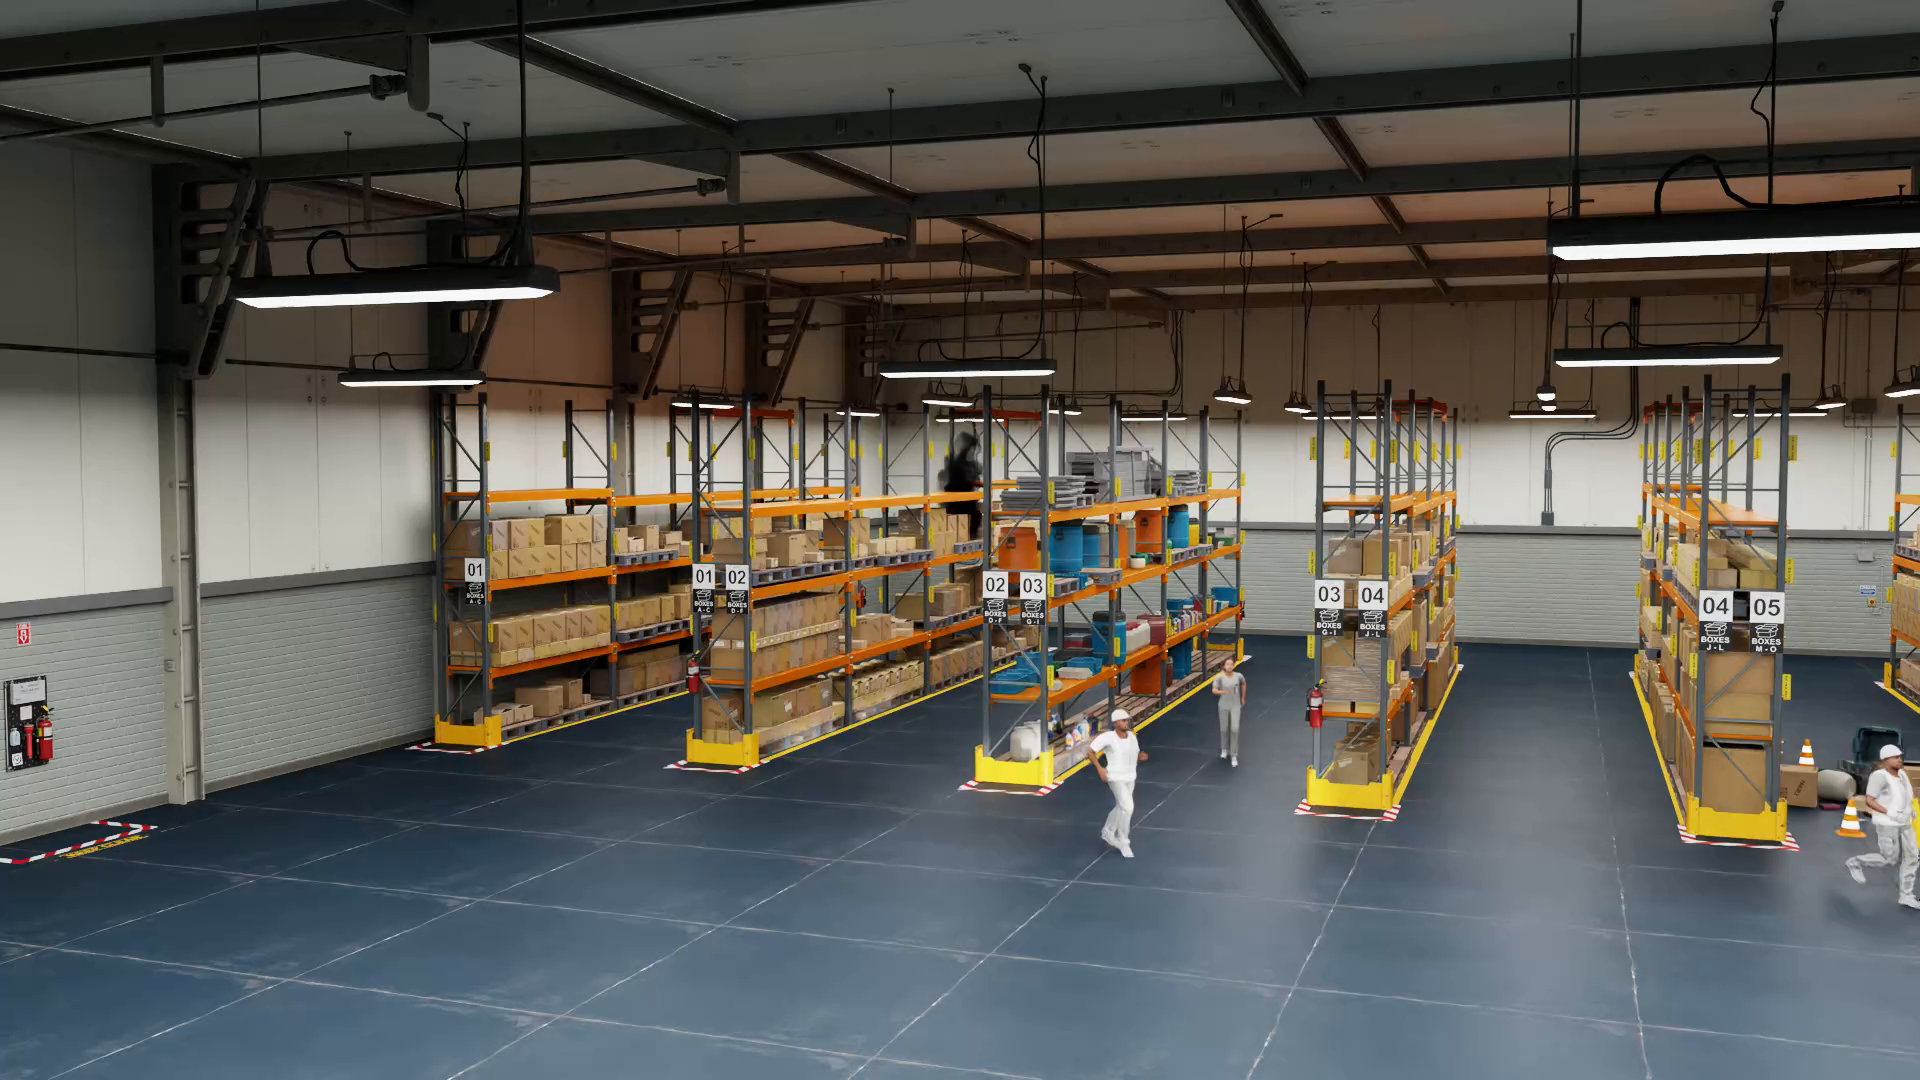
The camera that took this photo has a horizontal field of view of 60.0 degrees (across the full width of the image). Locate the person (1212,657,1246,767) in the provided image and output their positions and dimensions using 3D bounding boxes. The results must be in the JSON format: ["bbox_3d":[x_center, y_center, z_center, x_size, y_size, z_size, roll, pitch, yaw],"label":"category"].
[{"bbox_3d":[4.327,2.737,26.760,0.554,1.737,0.797,0,3,7],"label":"person"}]

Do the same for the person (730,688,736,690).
[{"bbox_3d":[-4.091,2.571,31.169,0.593,1.621,0.910,1,3,16],"label":"person"}]

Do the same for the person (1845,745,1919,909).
[{"bbox_3d":[10.335,3.150,18.475,0.694,1.766,0.886,-2,3,-27],"label":"person"}]

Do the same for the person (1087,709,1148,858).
[{"bbox_3d":[2.004,3.021,20.733,0.675,1.830,0.722,-3,4,-42],"label":"person"}]
